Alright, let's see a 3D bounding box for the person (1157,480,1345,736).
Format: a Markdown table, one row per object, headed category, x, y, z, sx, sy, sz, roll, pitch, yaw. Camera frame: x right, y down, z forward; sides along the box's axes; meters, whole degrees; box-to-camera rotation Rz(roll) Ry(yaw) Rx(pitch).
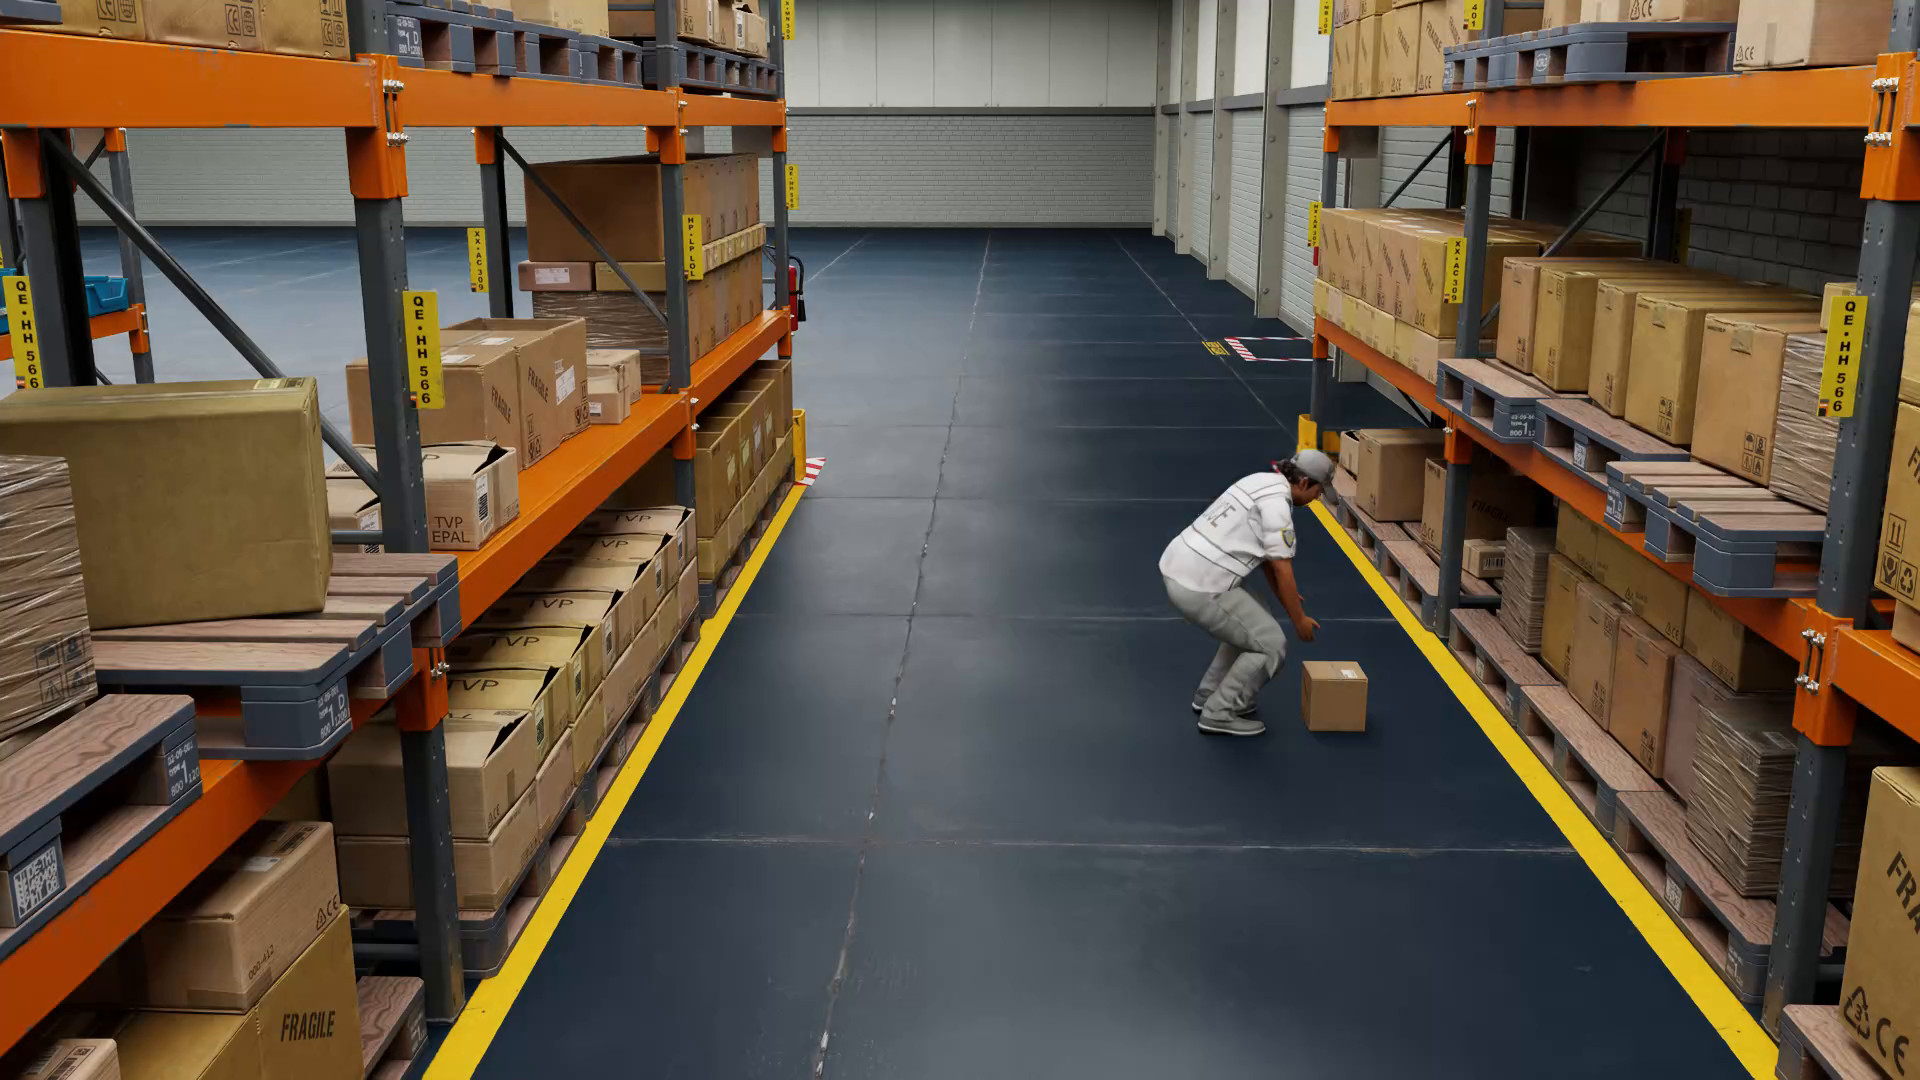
| category | x | y | z | sx | sy | sz | roll | pitch | yaw |
| --- | --- | --- | --- | --- | --- | --- | --- | --- | --- |
| person | 1.306 | 0.283 | 7.496 | 0.828 | 1.122 | 0.537 | 0 | 14 | 1 |
